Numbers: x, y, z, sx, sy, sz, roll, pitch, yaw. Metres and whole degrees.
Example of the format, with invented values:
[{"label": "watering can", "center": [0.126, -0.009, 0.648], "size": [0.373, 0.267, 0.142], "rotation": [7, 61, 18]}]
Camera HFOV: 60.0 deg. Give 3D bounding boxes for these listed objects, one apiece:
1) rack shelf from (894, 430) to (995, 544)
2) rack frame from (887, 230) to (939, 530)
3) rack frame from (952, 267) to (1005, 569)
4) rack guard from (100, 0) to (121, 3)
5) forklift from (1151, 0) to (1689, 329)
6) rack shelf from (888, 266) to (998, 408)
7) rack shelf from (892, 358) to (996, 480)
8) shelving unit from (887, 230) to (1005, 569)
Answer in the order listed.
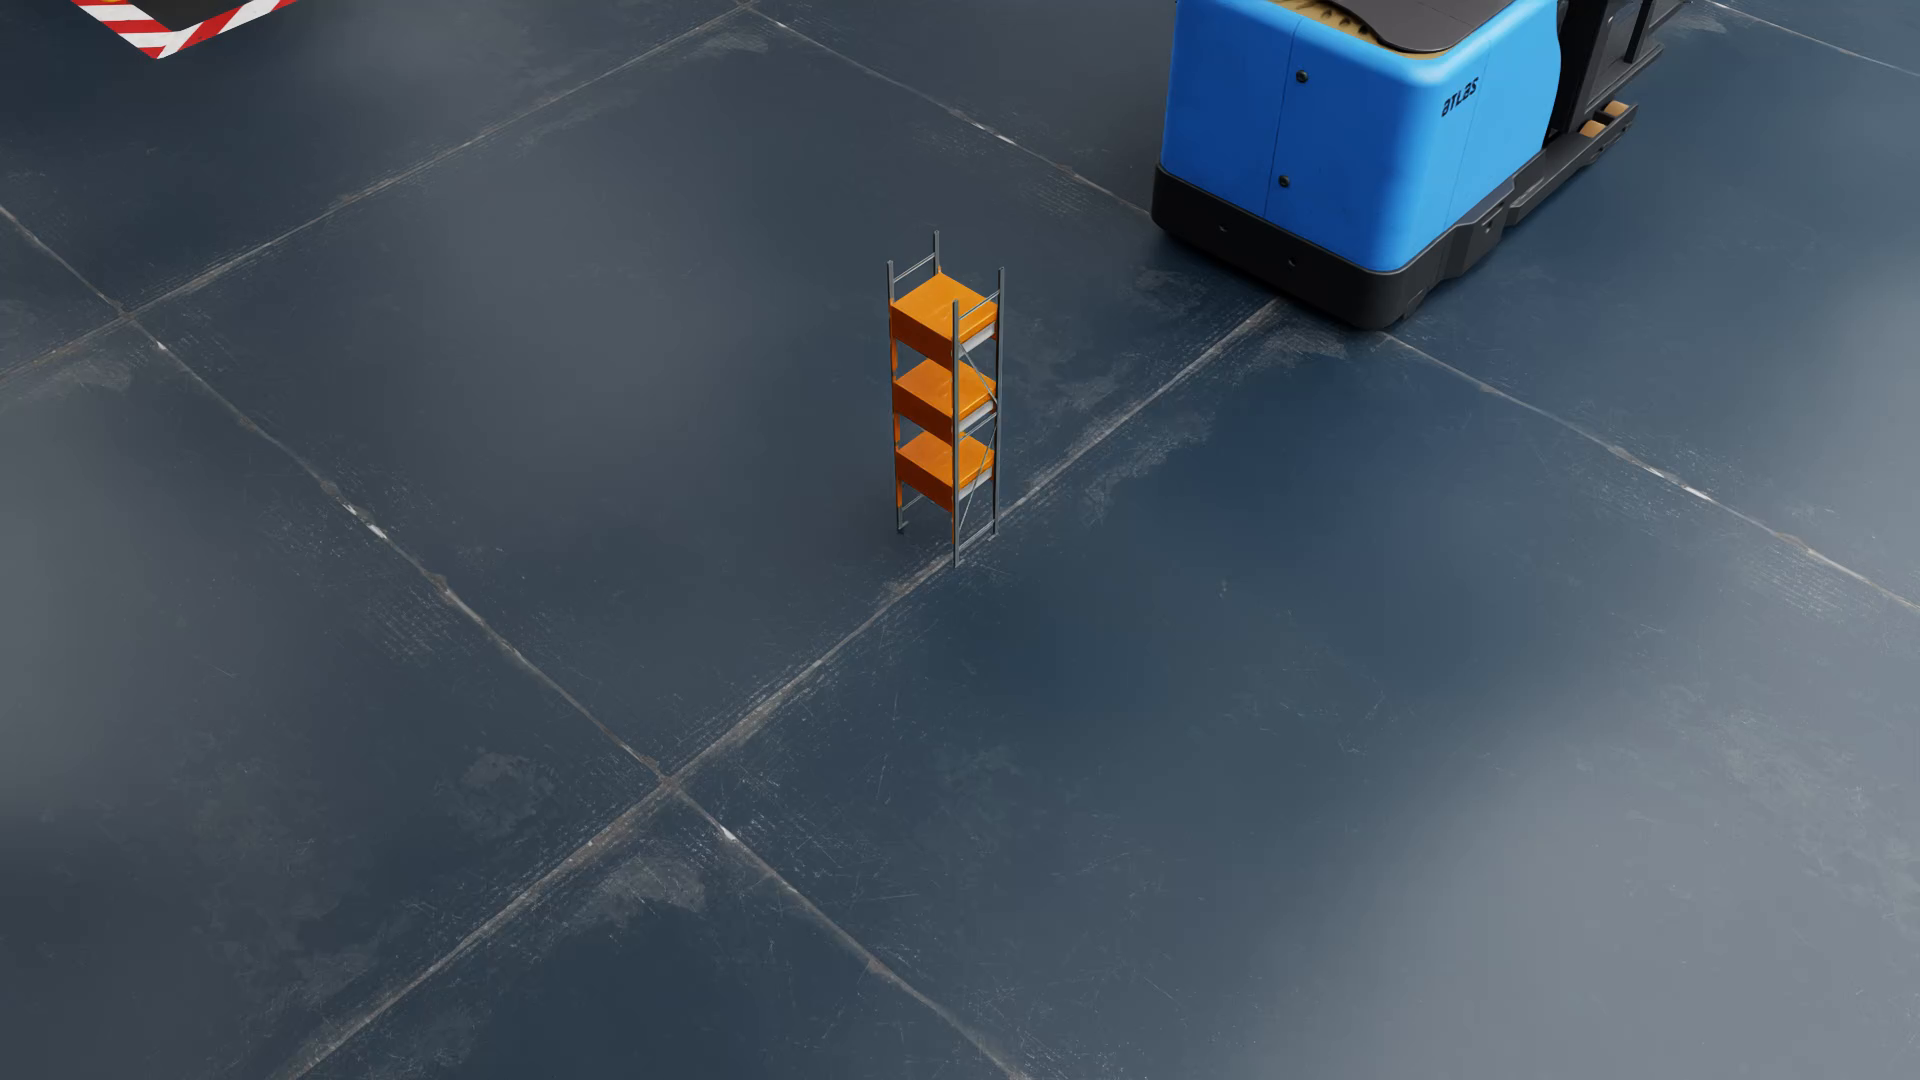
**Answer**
[{"label": "rack shelf", "center": [-0.039, -0.188, 5.102], "size": [0.240, 0.259, 0.215], "rotation": [34, 55, 28]}, {"label": "rack frame", "center": [-0.129, -0.446, 4.949], "size": [0.008, 1.050, 0.200], "rotation": [34, 55, 28]}, {"label": "rack frame", "center": [0.050, -0.326, 4.835], "size": [0.008, 1.050, 0.200], "rotation": [34, 55, 28]}, {"label": "rack guard", "center": [-3.584, -2.985, 7.710], "size": [0.348, 0.500, 1.175], "rotation": [34, 55, 28]}, {"label": "forklift", "center": [2.087, -2.737, 5.809], "size": [1.130, 2.935, 3.031], "rotation": [34, 55, 27]}, {"label": "rack shelf", "center": [-0.039, -0.573, 4.693], "size": [0.240, 0.259, 0.215], "rotation": [34, 55, 28]}, {"label": "rack shelf", "center": [-0.039, -0.379, 4.900], "size": [0.240, 0.259, 0.215], "rotation": [34, 55, 28]}, {"label": "shelving unit", "center": [-0.039, -0.386, 4.892], "size": [0.252, 1.050, 0.215], "rotation": [34, 55, 28]}]
